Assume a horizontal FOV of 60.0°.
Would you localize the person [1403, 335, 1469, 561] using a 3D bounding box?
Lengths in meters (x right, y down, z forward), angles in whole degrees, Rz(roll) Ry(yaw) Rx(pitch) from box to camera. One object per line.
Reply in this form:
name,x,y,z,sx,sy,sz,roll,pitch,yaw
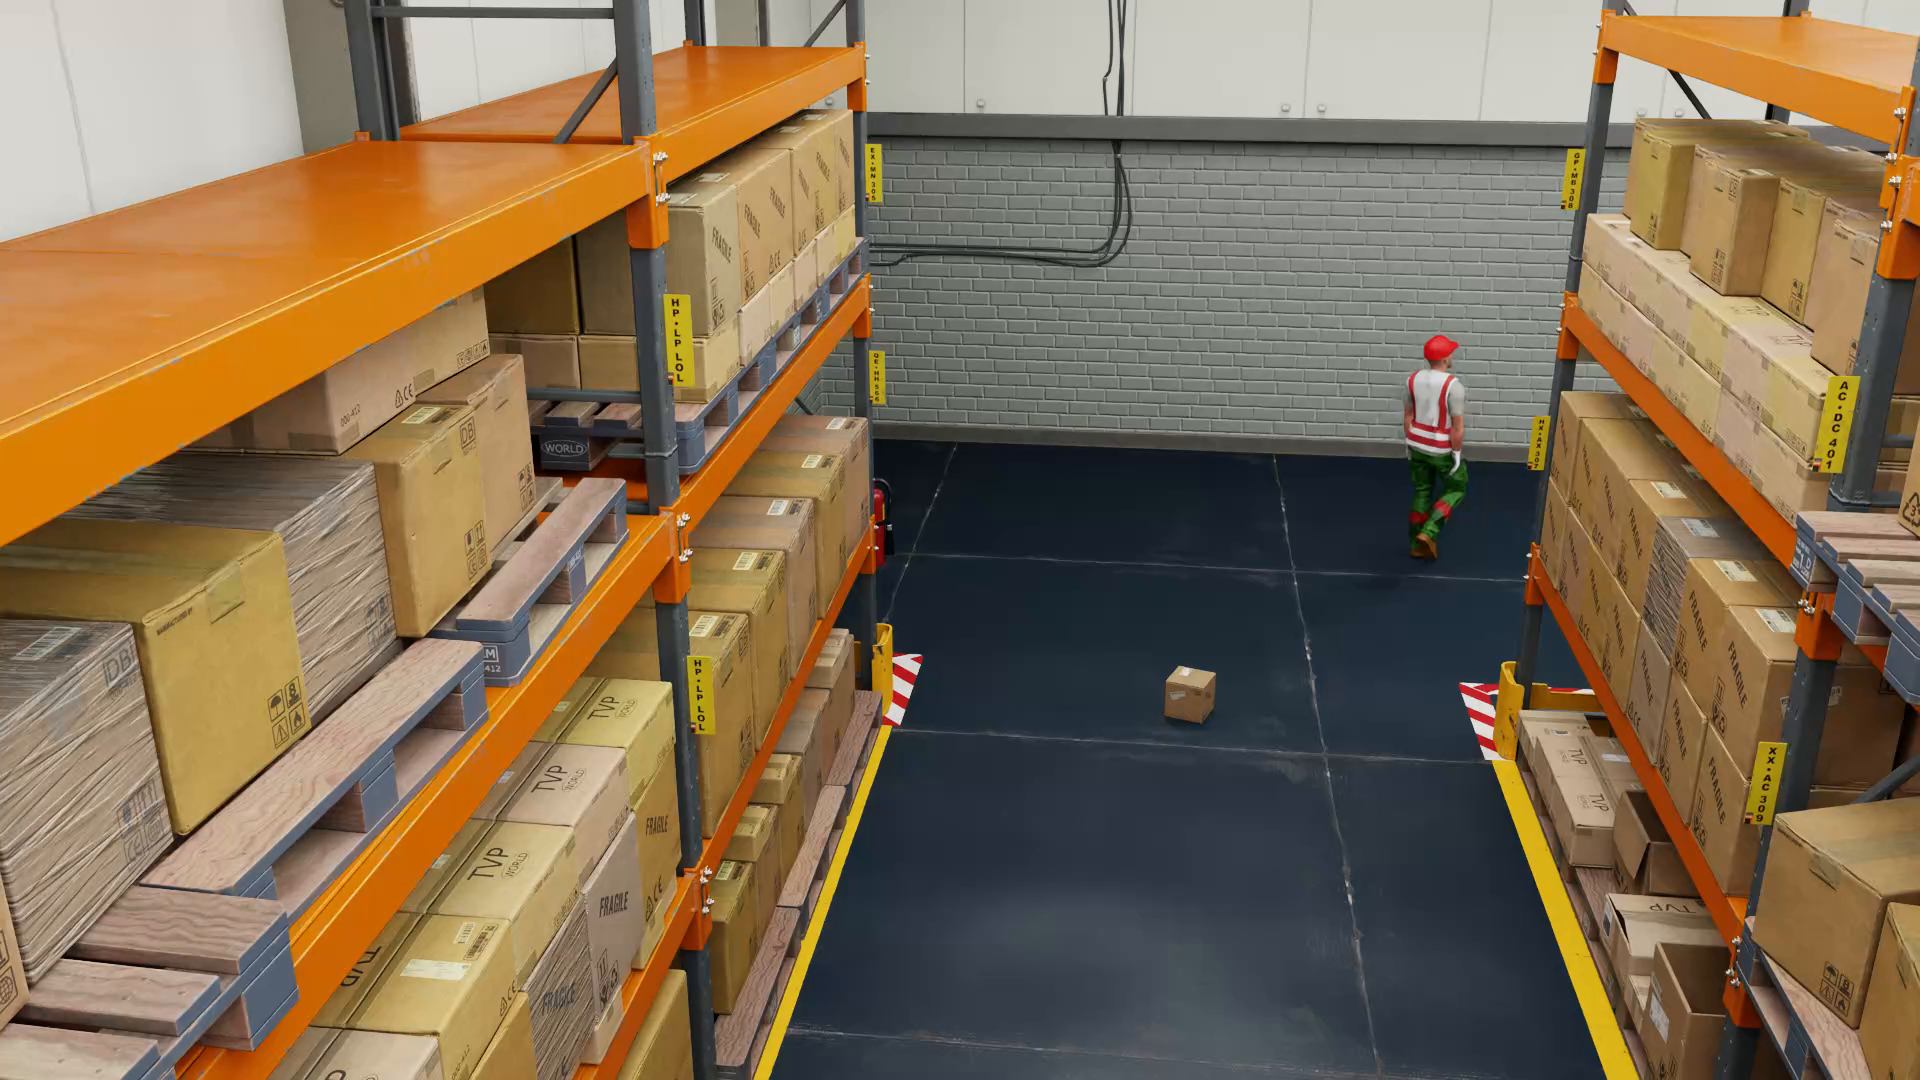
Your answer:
person,3.641,-0.706,12.822,0.498,1.782,0.533,-19,28,-41
